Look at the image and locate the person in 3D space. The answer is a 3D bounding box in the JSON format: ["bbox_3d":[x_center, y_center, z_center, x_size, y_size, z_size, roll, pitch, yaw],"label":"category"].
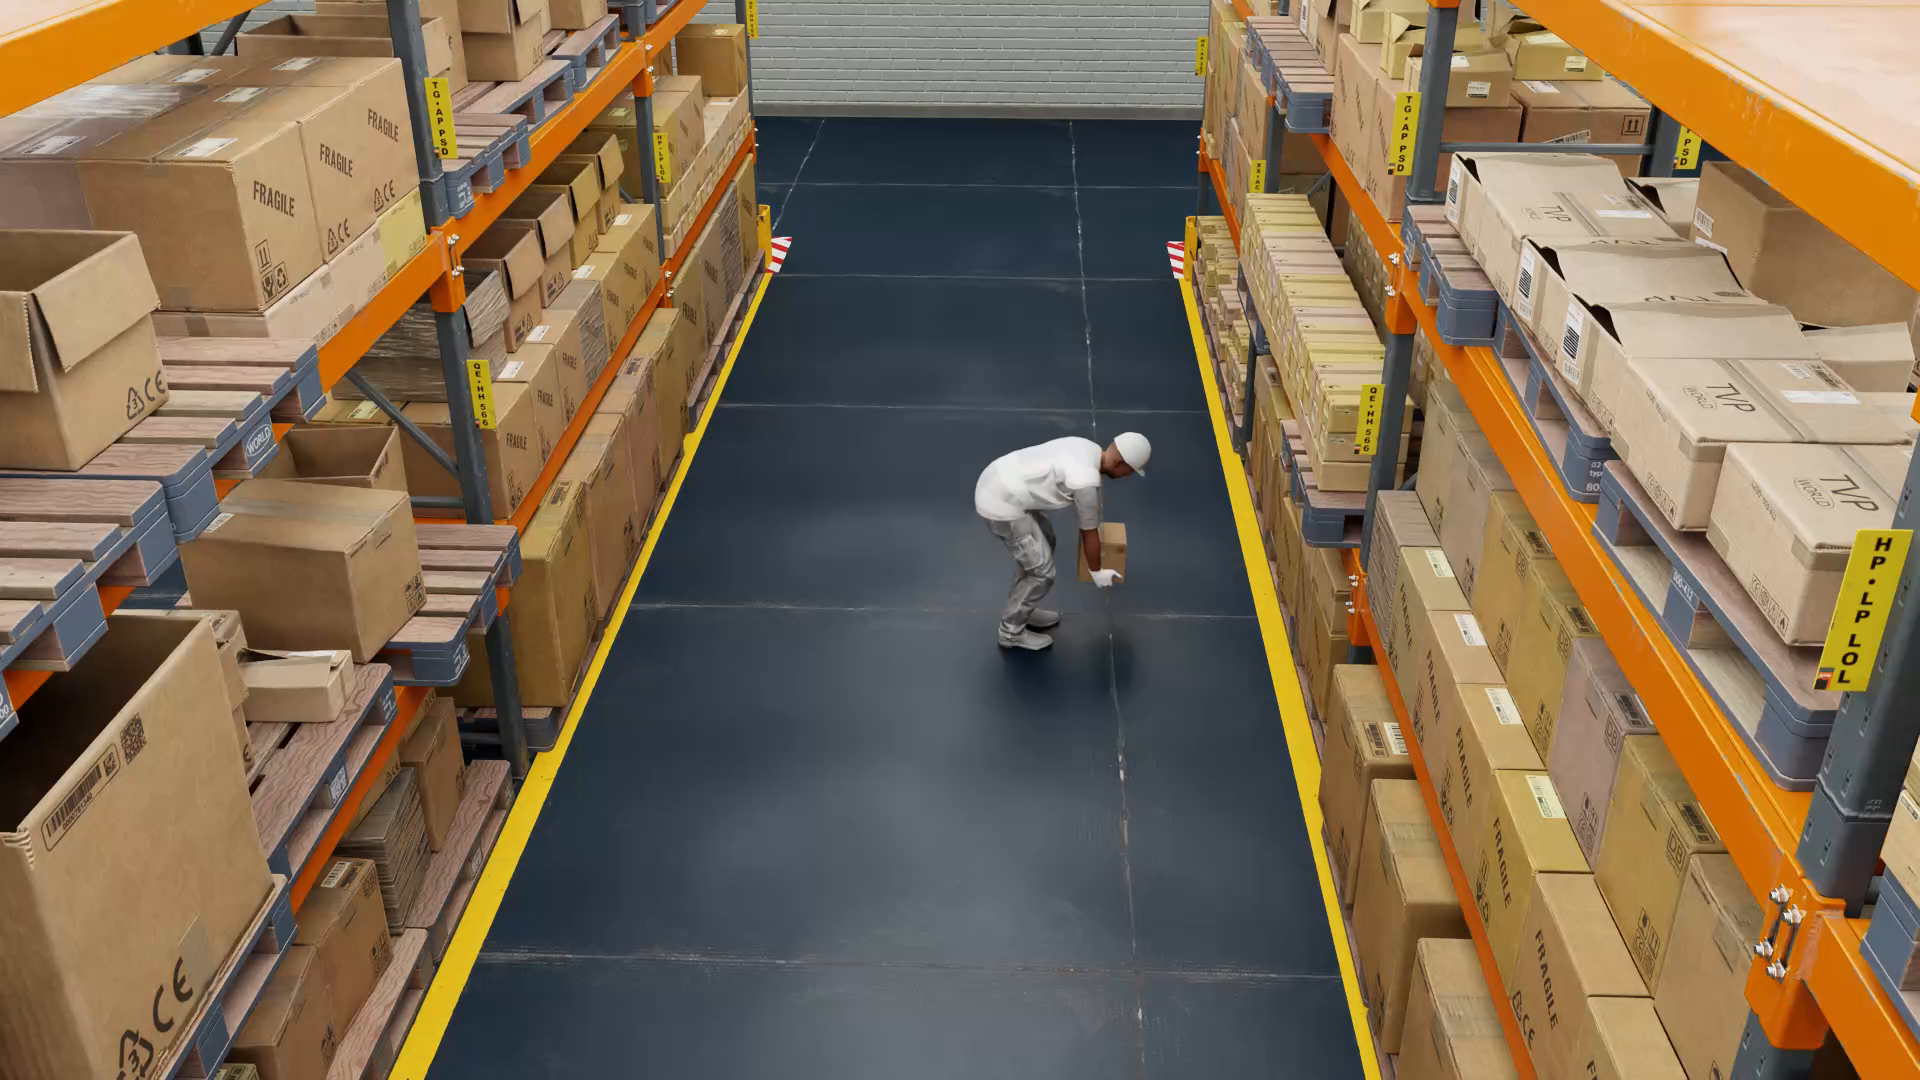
[{"bbox_3d":[0.557,-0.023,9.224,0.953,1.239,0.517,0,28,0],"label":"person"}]
